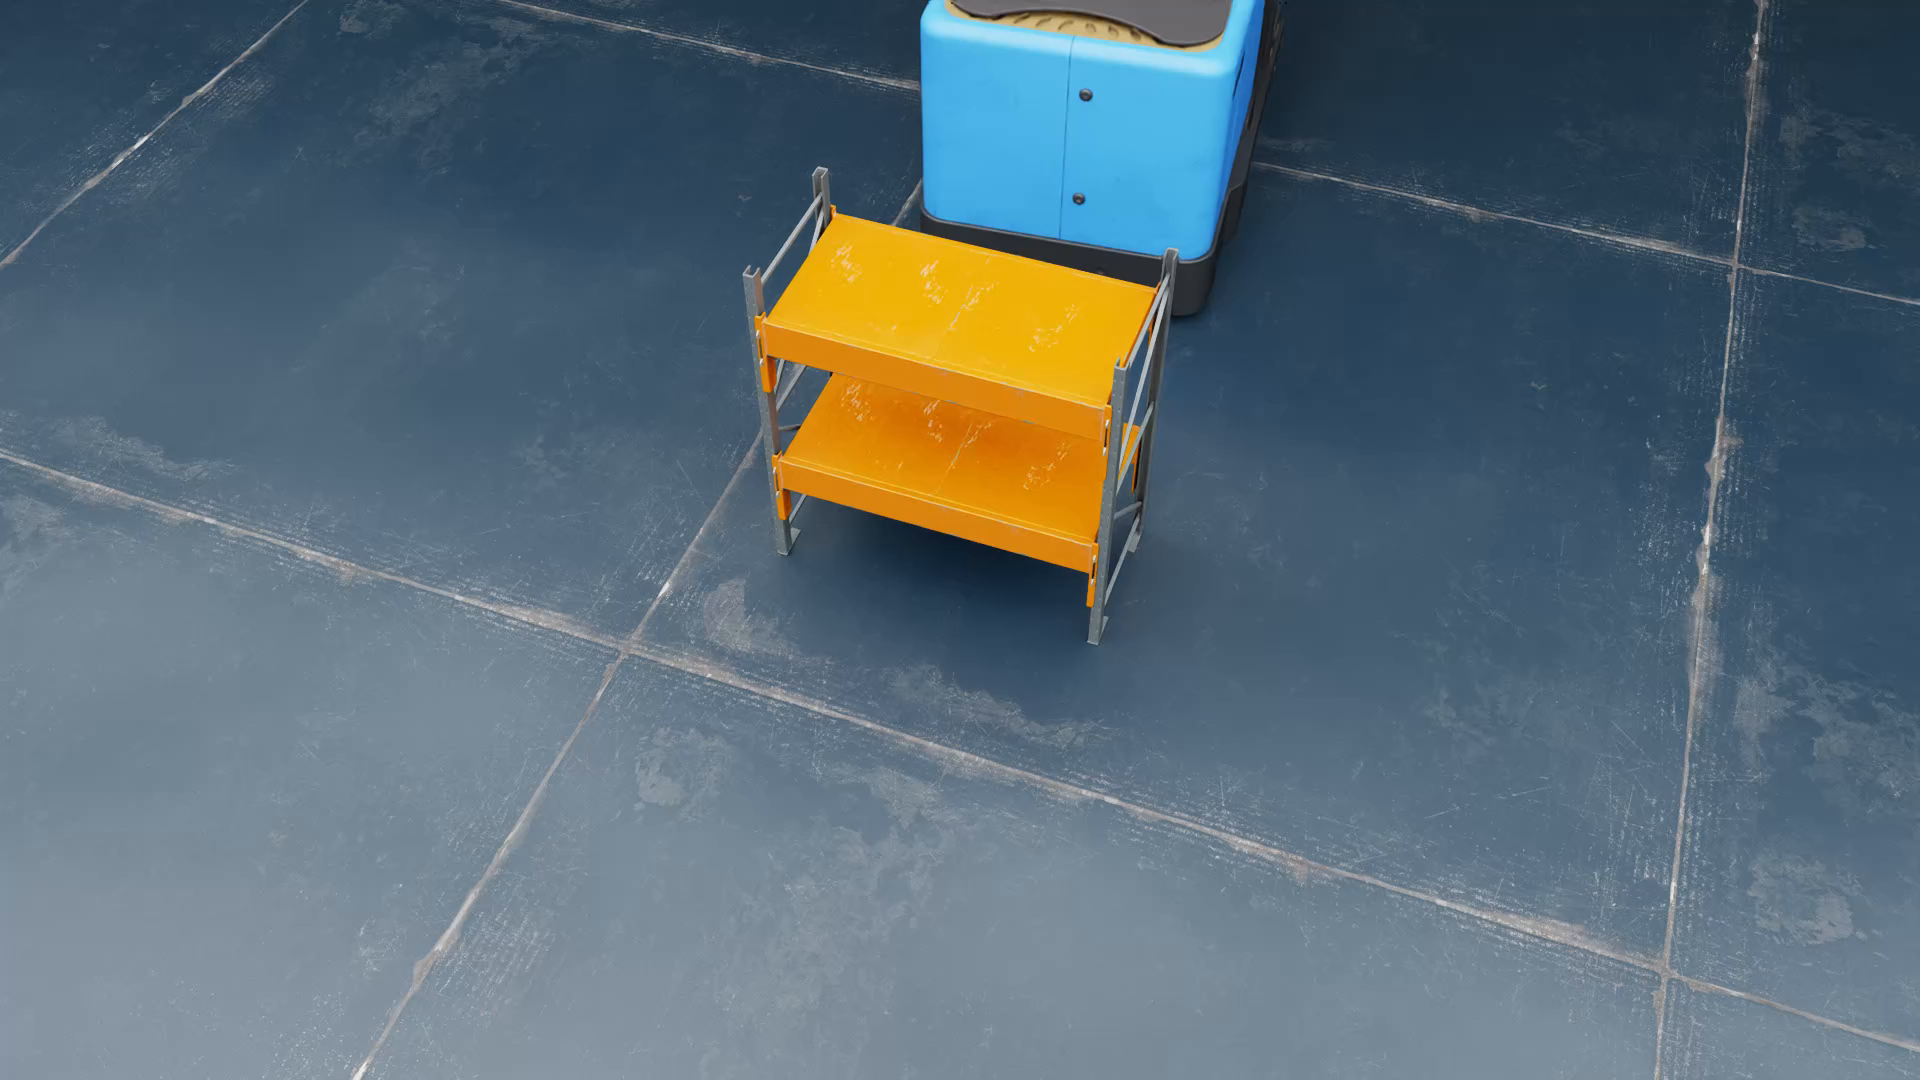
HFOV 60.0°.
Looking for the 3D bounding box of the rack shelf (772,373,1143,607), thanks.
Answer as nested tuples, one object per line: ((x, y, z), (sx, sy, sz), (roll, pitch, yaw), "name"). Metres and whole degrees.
((0.006, -0.206, 5.008), (1.000, 0.278, 0.538), (16, 51, 13), "rack shelf")

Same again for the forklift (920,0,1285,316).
((0.732, -2.889, 5.814), (1.130, 2.935, 3.031), (11, 50, 10), "forklift")

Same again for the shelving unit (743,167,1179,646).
((0.006, -0.367, 4.823), (1.048, 1.125, 0.538), (16, 51, 13), "shelving unit")

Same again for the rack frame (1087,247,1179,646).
((0.483, -0.234, 4.708), (0.032, 1.125, 0.500), (16, 51, 13), "rack frame")

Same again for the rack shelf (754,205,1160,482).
((0.006, -0.558, 4.602), (1.000, 0.278, 0.538), (16, 51, 13), "rack shelf")

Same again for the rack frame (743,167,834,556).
((-0.471, -0.500, 4.939), (0.032, 1.125, 0.500), (16, 51, 13), "rack frame")
